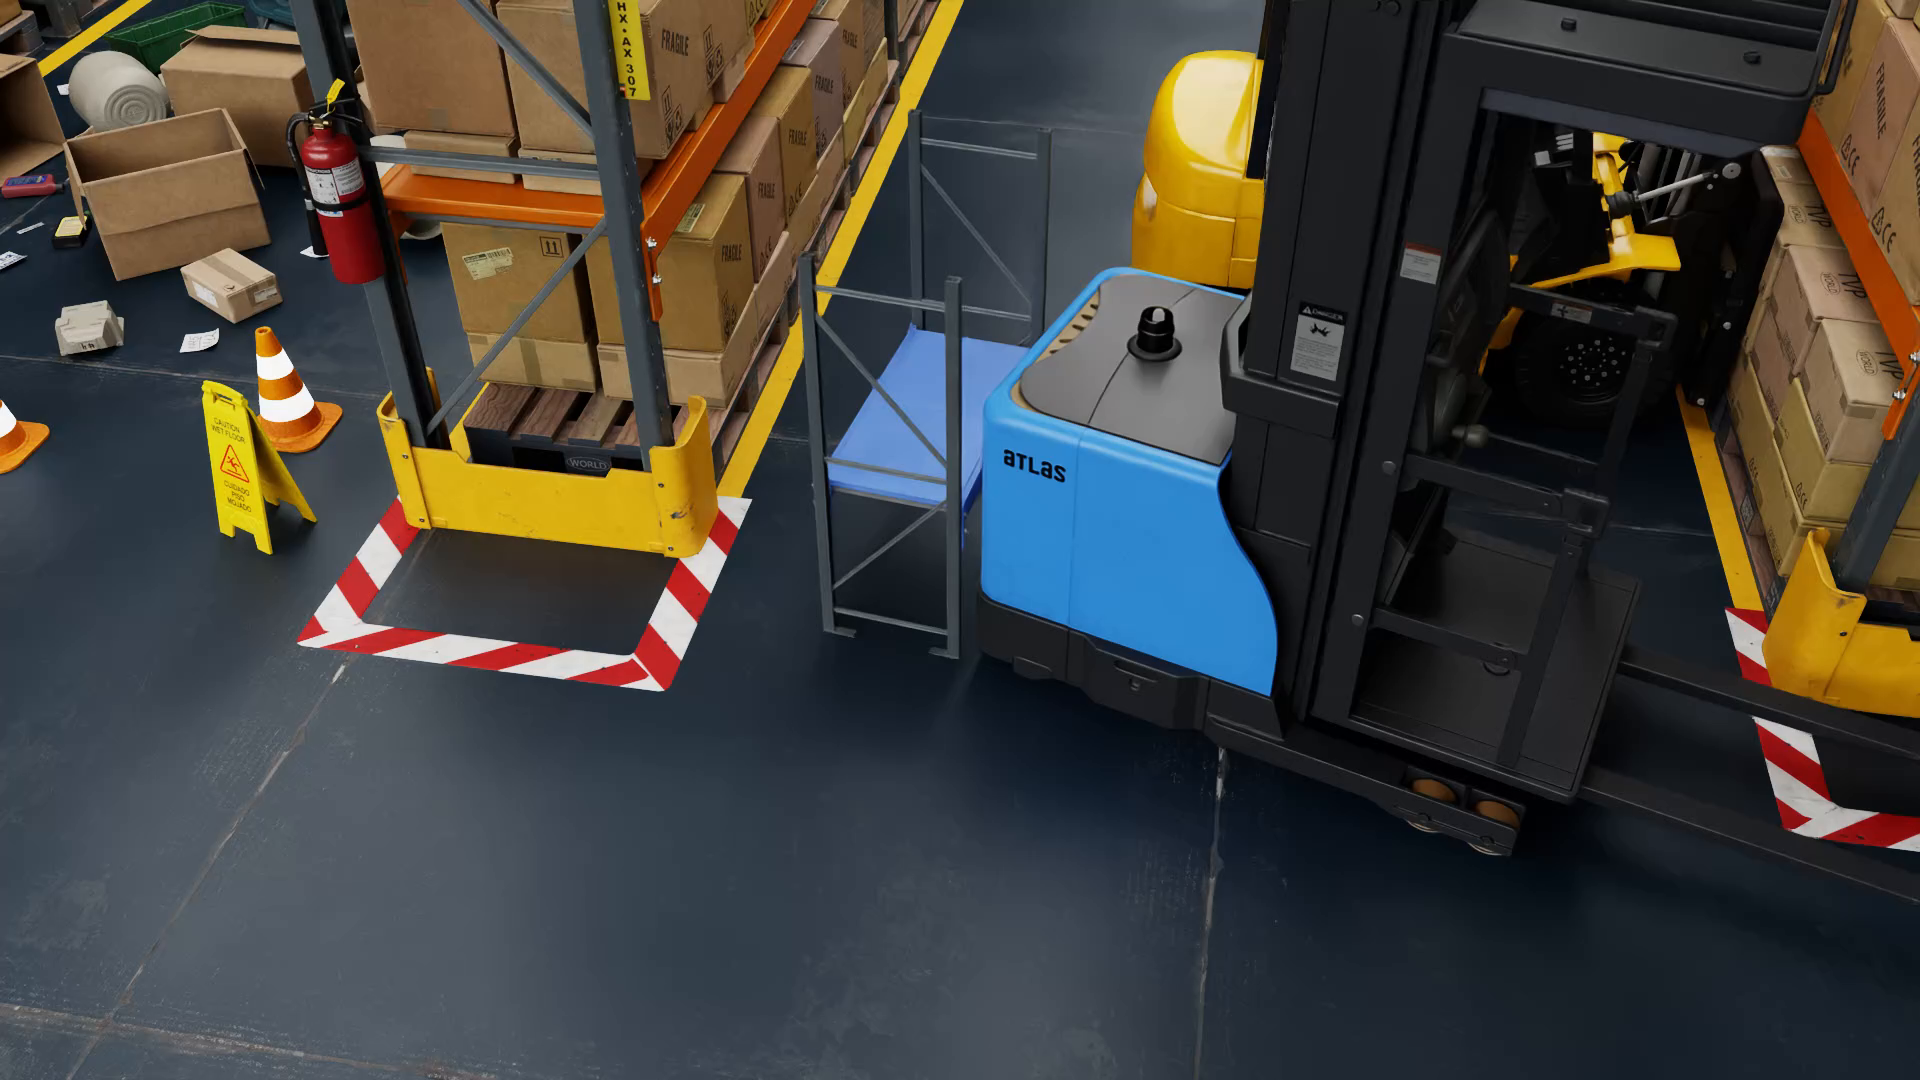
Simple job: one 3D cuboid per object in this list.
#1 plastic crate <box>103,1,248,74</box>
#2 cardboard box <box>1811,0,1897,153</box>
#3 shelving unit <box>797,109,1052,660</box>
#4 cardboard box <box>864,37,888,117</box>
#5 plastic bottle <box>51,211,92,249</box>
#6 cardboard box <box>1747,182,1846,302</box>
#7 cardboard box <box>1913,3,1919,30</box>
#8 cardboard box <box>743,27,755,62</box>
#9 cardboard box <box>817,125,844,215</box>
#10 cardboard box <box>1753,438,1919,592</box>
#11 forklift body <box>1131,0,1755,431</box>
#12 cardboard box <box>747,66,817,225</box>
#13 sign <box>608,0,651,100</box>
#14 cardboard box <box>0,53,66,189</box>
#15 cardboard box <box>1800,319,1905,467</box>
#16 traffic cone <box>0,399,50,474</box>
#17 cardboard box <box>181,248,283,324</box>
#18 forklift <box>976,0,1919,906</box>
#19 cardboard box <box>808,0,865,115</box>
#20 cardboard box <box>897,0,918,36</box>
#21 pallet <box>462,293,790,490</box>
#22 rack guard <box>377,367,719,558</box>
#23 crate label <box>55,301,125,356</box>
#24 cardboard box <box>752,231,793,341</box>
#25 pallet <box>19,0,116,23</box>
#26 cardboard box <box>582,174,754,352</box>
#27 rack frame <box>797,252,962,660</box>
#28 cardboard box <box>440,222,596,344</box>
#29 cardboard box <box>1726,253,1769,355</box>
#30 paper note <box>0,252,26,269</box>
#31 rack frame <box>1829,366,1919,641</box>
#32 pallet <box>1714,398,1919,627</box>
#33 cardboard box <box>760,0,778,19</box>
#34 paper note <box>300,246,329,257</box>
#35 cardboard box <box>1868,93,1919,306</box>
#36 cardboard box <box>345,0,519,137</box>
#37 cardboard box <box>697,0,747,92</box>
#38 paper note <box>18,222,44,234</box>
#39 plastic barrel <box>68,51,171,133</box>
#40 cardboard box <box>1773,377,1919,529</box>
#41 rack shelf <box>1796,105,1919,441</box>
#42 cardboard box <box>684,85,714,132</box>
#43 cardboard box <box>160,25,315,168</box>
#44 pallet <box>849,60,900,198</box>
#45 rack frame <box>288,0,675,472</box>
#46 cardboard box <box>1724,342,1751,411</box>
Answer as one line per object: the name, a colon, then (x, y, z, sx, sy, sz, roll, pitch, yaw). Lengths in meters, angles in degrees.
plastic crate: (-4.475, -2.885, 9.547, 0.450, 0.188, 0.662, 20, 43, 37)
cardboard box: (3.369, -1.685, 5.856, 0.500, 0.500, 0.500, 6, 40, 7)
shelving unit: (-0.086, -0.528, 5.712, 0.538, 1.500, 1.048, 11, 41, 13)
cardboard box: (-0.680, -2.419, 8.651, 0.500, 0.250, 0.500, 8, 40, 10)
plastic bottle: (-4.276, -1.503, 8.020, 0.133, 0.061, 0.283, -6, 40, -8)
cardboard box: (3.288, -1.112, 6.285, 0.500, 0.250, 0.500, 7, 40, 8)
cardboard box: (3.314, -1.674, 5.333, 0.380, 0.149, 0.250, 6, 40, 7)
cardboard box: (-1.015, -1.939, 6.438, 0.380, 0.149, 0.250, 7, 40, 9)
cardboard box: (-0.854, -1.765, 7.860, 0.500, 0.250, 0.500, 7, 40, 8)
cardboard box: (3.125, -0.094, 5.838, 0.500, 0.250, 0.500, 7, 40, 8)
forklift body: (1.887, -1.727, 6.651, 2.313, 2.155, 1.214, 6, 40, 8)
cardboard box: (-0.938, -1.732, 7.231, 0.500, 0.500, 0.500, 7, 40, 9)
sign: (-1.000, -1.481, 5.008, 0.100, 0.325, 0.005, 6, 40, 8)
cardboard box: (-4.993, -2.150, 8.457, 0.500, 0.500, 0.500, 13, 41, 15)
cardboard box: (3.128, -0.473, 5.512, 0.500, 0.250, 0.500, 8, 40, 9)
traffic cone: (-3.882, -0.551, 6.553, 0.336, 0.463, 0.334, 6, 40, 8)
cardboard box: (-3.297, -1.154, 7.529, 0.380, 0.149, 0.250, 28, 47, 30)
forklift: (1.603, -0.557, 4.623, 3.031, 2.935, 1.130, 18, 43, 21)
cardboard box: (-0.766, -2.389, 8.025, 0.500, 0.500, 0.500, 7, 40, 8)
cardboard box: (-0.754, -3.196, 9.495, 0.950, 0.372, 0.625, 7, 40, 8)
pallet: (-1.346, -0.687, 6.915, 1.003, 0.211, 1.213, 6, 40, 8)
rack guard: (-1.521, -0.292, 6.211, 1.175, 0.500, 0.348, 6, 40, 8)
crate label: (-3.807, -0.926, 7.262, 0.250, 0.136, 0.298, -13, 41, -15)
cardboard box: (-1.026, -1.105, 7.061, 0.500, 0.250, 0.500, 8, 40, 9)
pallet: (-5.676, -3.618, 10.461, 1.003, 0.211, 1.213, 6, 40, 8)
cardboard box: (-1.119, -1.089, 6.453, 0.500, 0.500, 0.500, 5, 40, 6)
rack frame: (-0.237, -0.219, 5.337, 0.500, 1.500, 0.032, 11, 41, 13)
cardboard box: (-1.652, -1.130, 6.503, 0.500, 0.500, 0.500, 7, 40, 8)
cardboard box: (3.298, -0.937, 6.465, 0.500, 0.250, 0.500, 6, 40, 7)
paper note: (-4.491, -1.316, 7.819, 0.144, 0.017, 0.142, 20, 44, 23)
rack frame: (3.355, -0.663, 4.697, 1.000, 3.000, 0.127, 6, 40, 8)
pallet: (3.446, -0.072, 6.172, 1.003, 0.211, 1.213, 6, 40, 8)
cardboard box: (-0.954, -2.274, 6.843, 0.380, 0.149, 0.250, 5, 40, 6)
paper note: (-3.036, -1.388, 7.914, 0.148, 0.019, 0.142, 20, 44, 23)
cardboard box: (3.182, -1.039, 5.074, 0.500, 0.500, 0.500, 6, 40, 7)
cardboard box: (-1.712, -1.732, 5.679, 0.500, 0.500, 0.500, 6, 40, 7)
cardboard box: (-1.093, -1.953, 5.946, 0.500, 0.500, 0.500, 8, 40, 9)
paper note: (-4.513, -1.515, 8.074, 0.032, 0.001, 0.123, 28, 47, 30)
plastic barrel: (-4.420, -2.326, 8.731, 0.421, 0.421, 0.512, -28, 47, -30)
cardboard box: (3.132, -0.297, 5.692, 0.500, 0.250, 0.500, 6, 40, 7)
rack shelf: (3.701, -1.640, 6.445, 1.077, 0.370, 4.000, 6, 40, 8)
cardboard box: (-1.116, -1.619, 6.051, 0.380, 0.149, 0.250, 5, 40, 6)
cardboard box: (-3.570, -2.267, 8.491, 0.797, 0.637, 0.503, 6, 40, 8)
pallet: (-0.923, -2.218, 8.767, 1.003, 0.211, 1.213, 6, 40, 8)
rack frame: (-1.534, -1.208, 5.357, 1.000, 3.000, 0.127, 6, 40, 8)
cardboard box: (3.316, -0.718, 6.593, 0.500, 0.250, 0.500, 7, 40, 8)
